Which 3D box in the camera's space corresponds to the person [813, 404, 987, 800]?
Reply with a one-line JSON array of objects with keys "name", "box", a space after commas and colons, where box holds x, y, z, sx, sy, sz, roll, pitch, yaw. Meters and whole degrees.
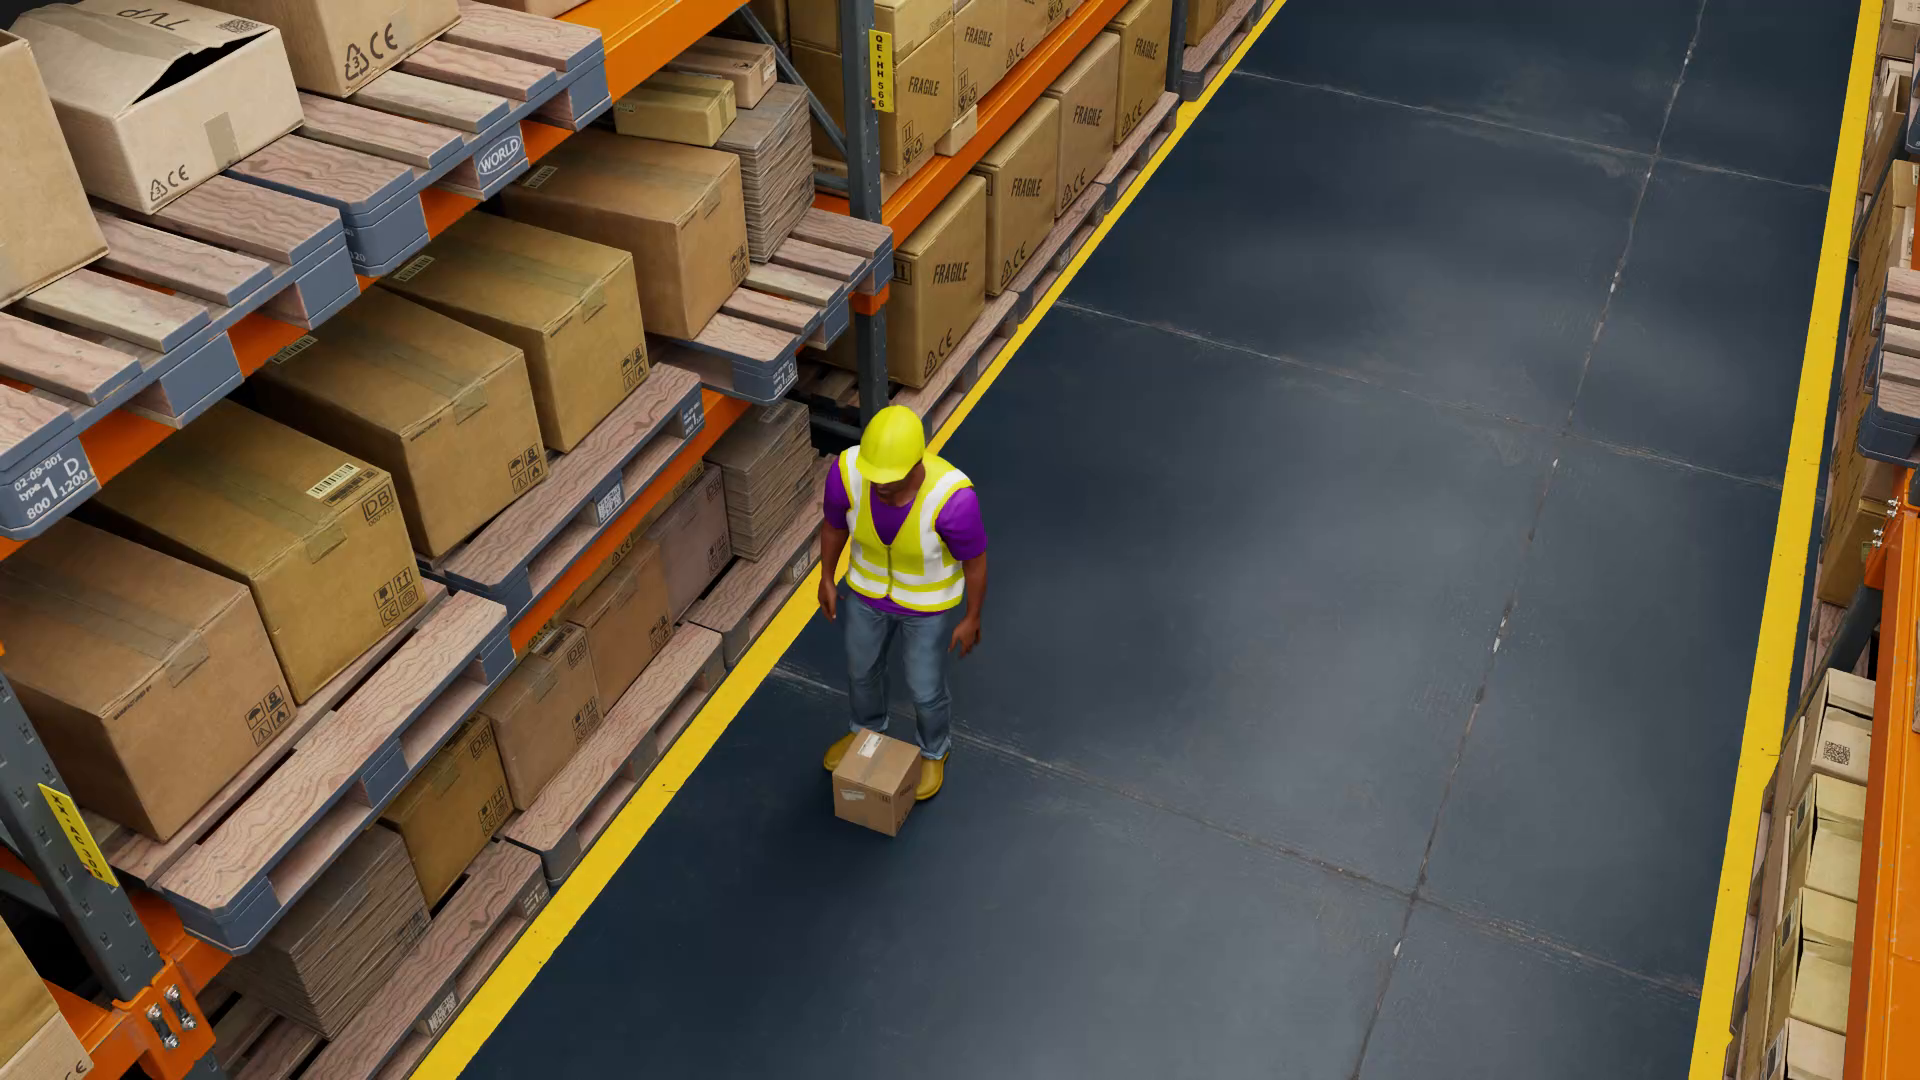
[{"name": "person", "box": [-0.219, 0.214, 5.906, 0.638, 1.761, 0.457, 16, 44, 17]}]
